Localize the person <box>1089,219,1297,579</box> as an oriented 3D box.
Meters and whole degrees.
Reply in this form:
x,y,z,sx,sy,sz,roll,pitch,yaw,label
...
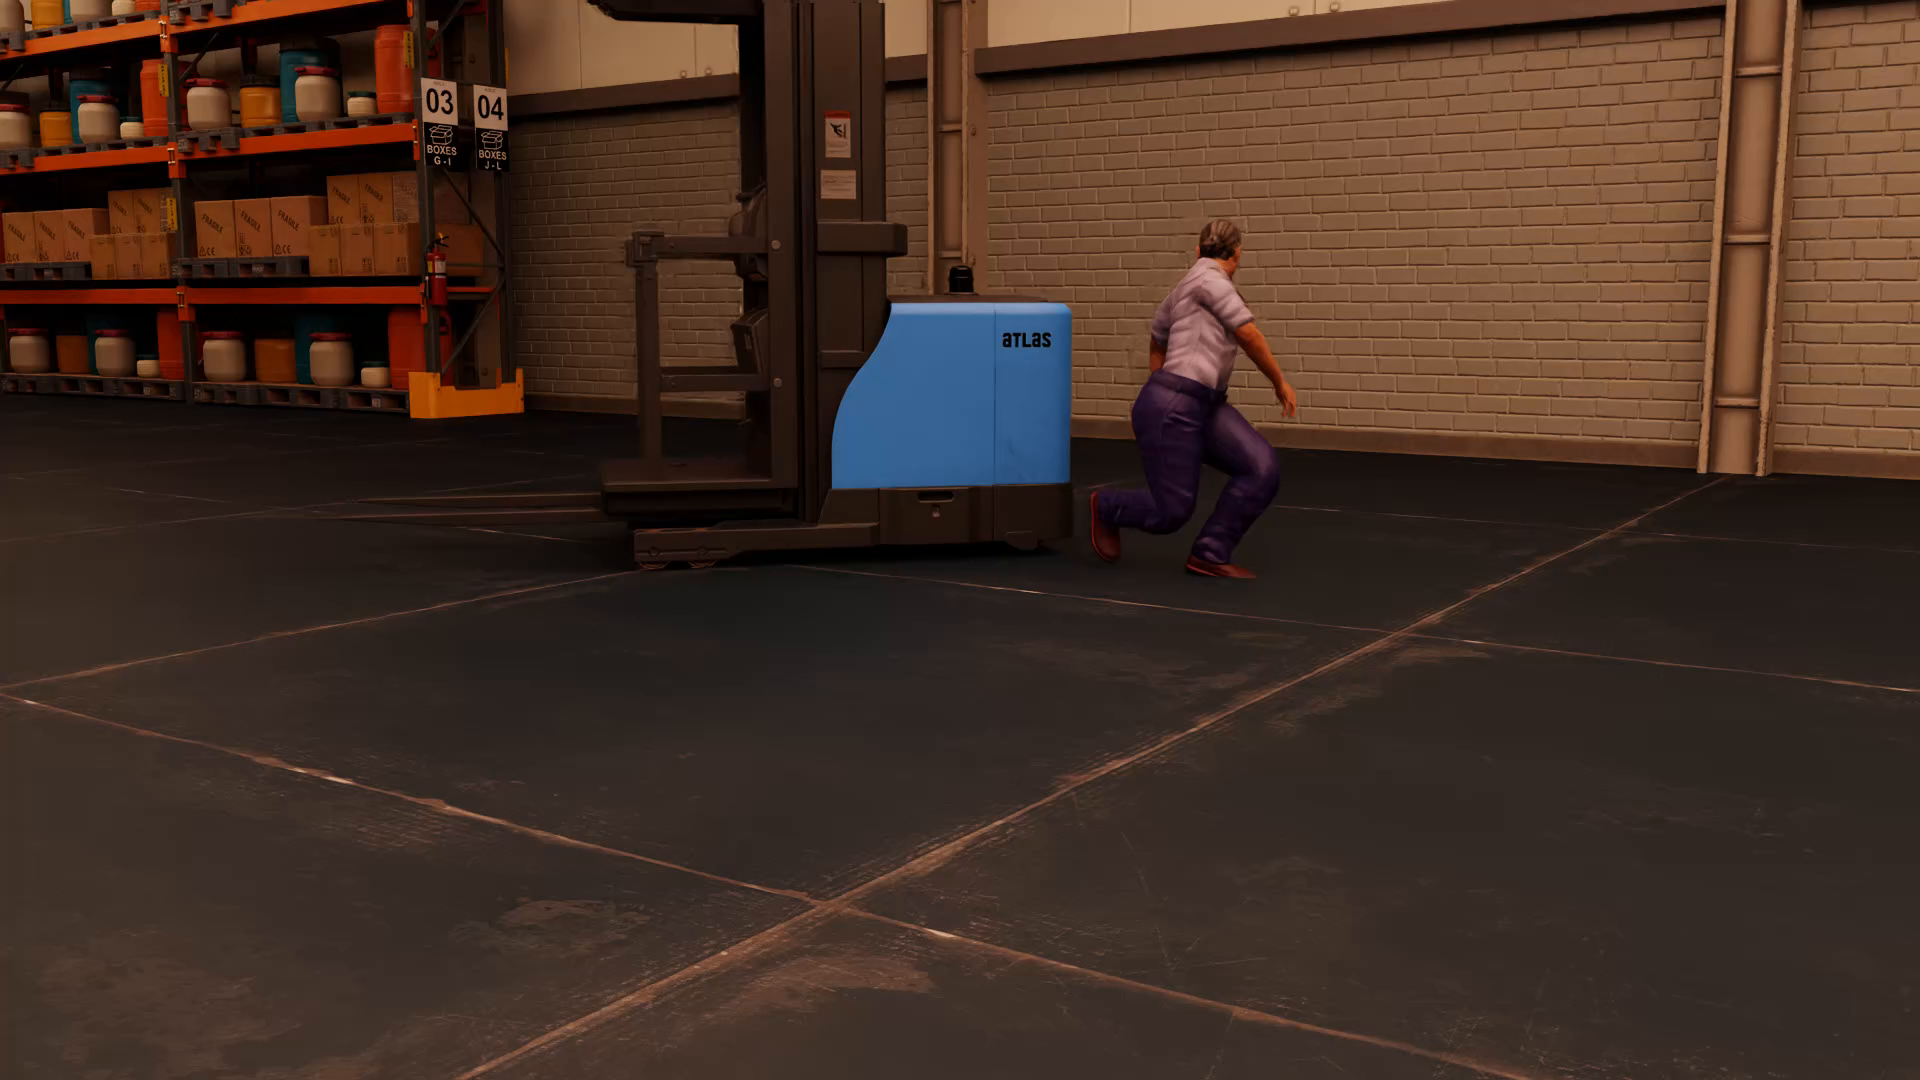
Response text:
x,y,z,sx,sy,sz,roll,pitch,yaw,label
0.917,-0.551,6.614,0.846,1.432,0.589,4,9,27,person

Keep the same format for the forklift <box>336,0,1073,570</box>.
x,y,z,sx,sy,sz,roll,pitch,yaw,label
-1.084,-1.410,7.108,3.031,2.935,1.130,-2,8,-13,forklift
